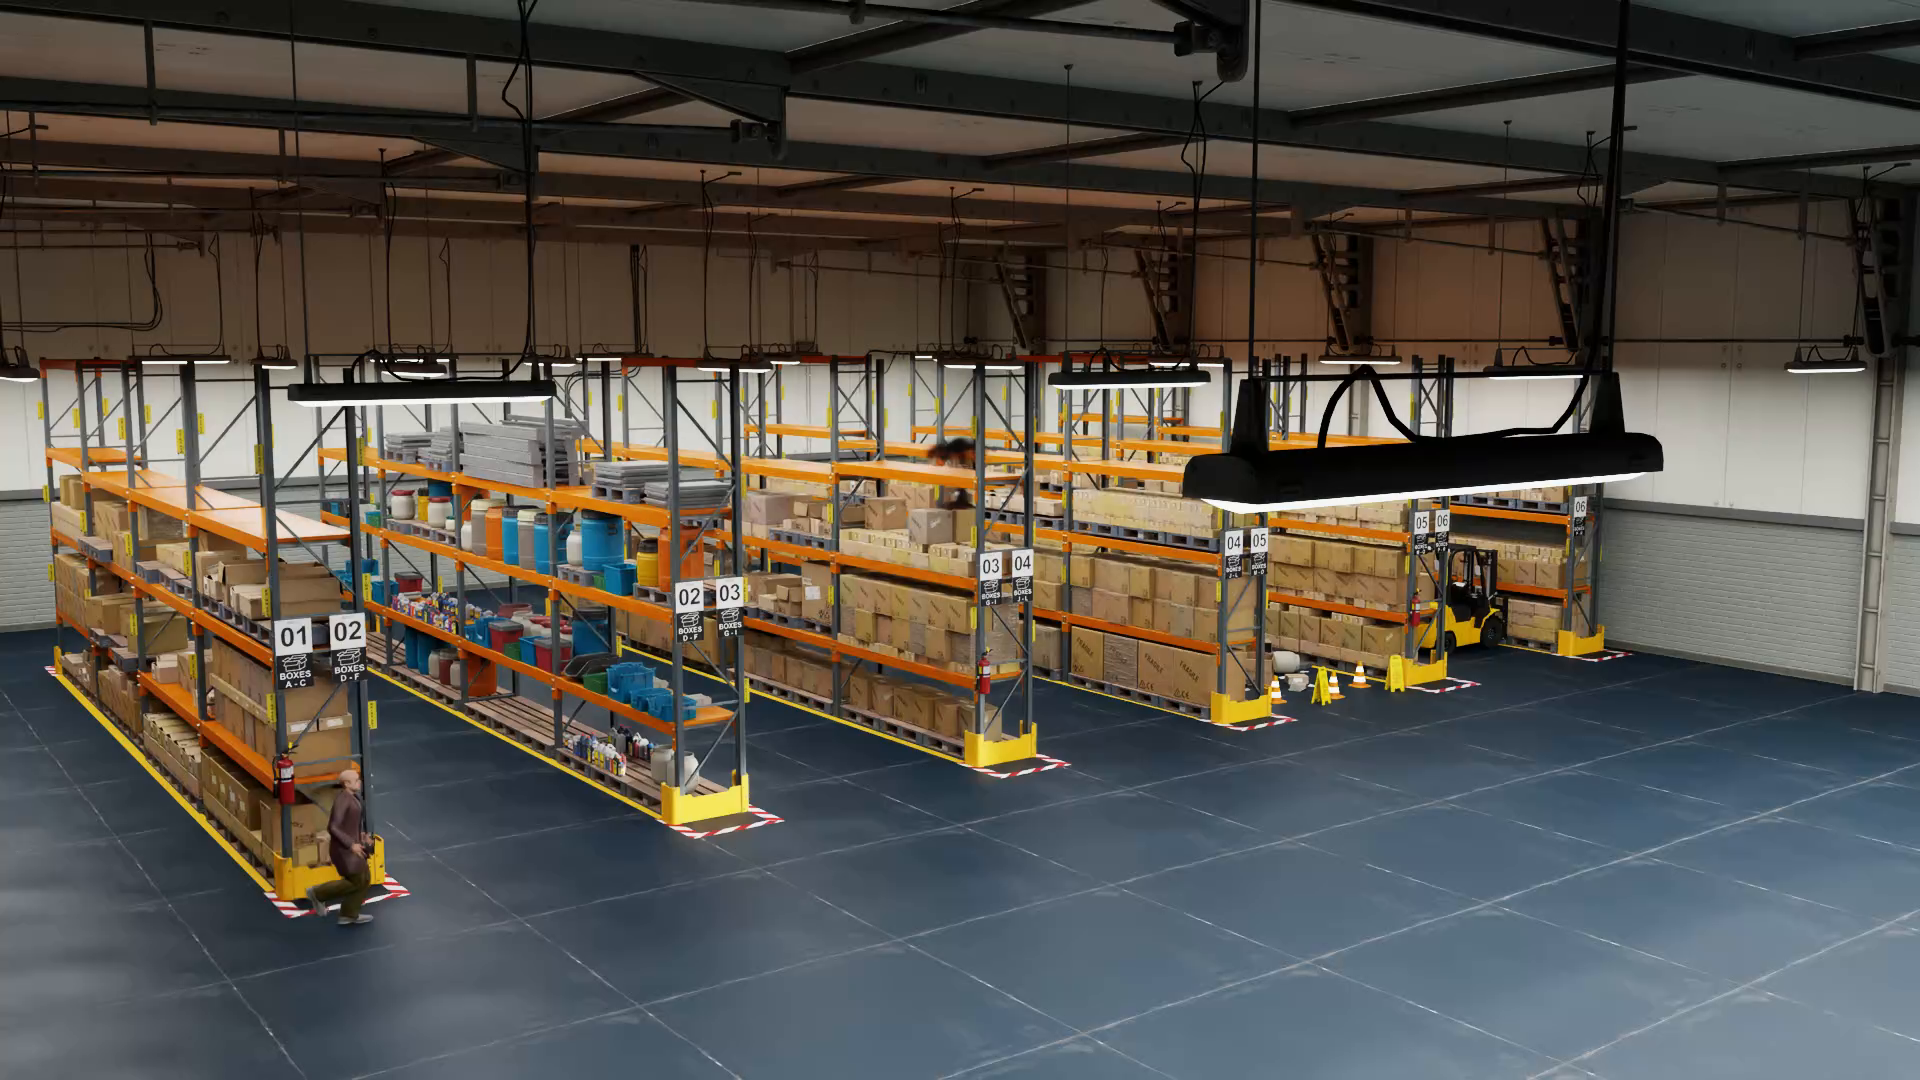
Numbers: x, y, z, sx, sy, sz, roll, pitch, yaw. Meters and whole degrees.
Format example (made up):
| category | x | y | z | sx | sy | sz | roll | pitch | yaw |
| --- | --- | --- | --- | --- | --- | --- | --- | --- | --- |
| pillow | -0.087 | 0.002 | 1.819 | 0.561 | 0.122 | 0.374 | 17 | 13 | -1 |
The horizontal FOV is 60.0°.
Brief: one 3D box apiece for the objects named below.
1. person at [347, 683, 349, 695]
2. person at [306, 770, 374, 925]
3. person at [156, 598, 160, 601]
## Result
| category | x | y | z | sx | sy | sz | roll | pitch | yaw |
| --- | --- | --- | --- | --- | --- | --- | --- | --- | --- |
| person | -11.146 | 2.012 | 30.003 | 0.612 | 1.569 | 0.959 | -3 | 8 | -24 |
| person | -6.681 | 3.329 | 18.000 | 0.611 | 1.716 | 0.698 | -1 | 7 | -7 |
| person | -16.334 | 1.468 | 33.165 | 0.992 | 1.748 | 0.640 | 2 | 7 | 16 |
